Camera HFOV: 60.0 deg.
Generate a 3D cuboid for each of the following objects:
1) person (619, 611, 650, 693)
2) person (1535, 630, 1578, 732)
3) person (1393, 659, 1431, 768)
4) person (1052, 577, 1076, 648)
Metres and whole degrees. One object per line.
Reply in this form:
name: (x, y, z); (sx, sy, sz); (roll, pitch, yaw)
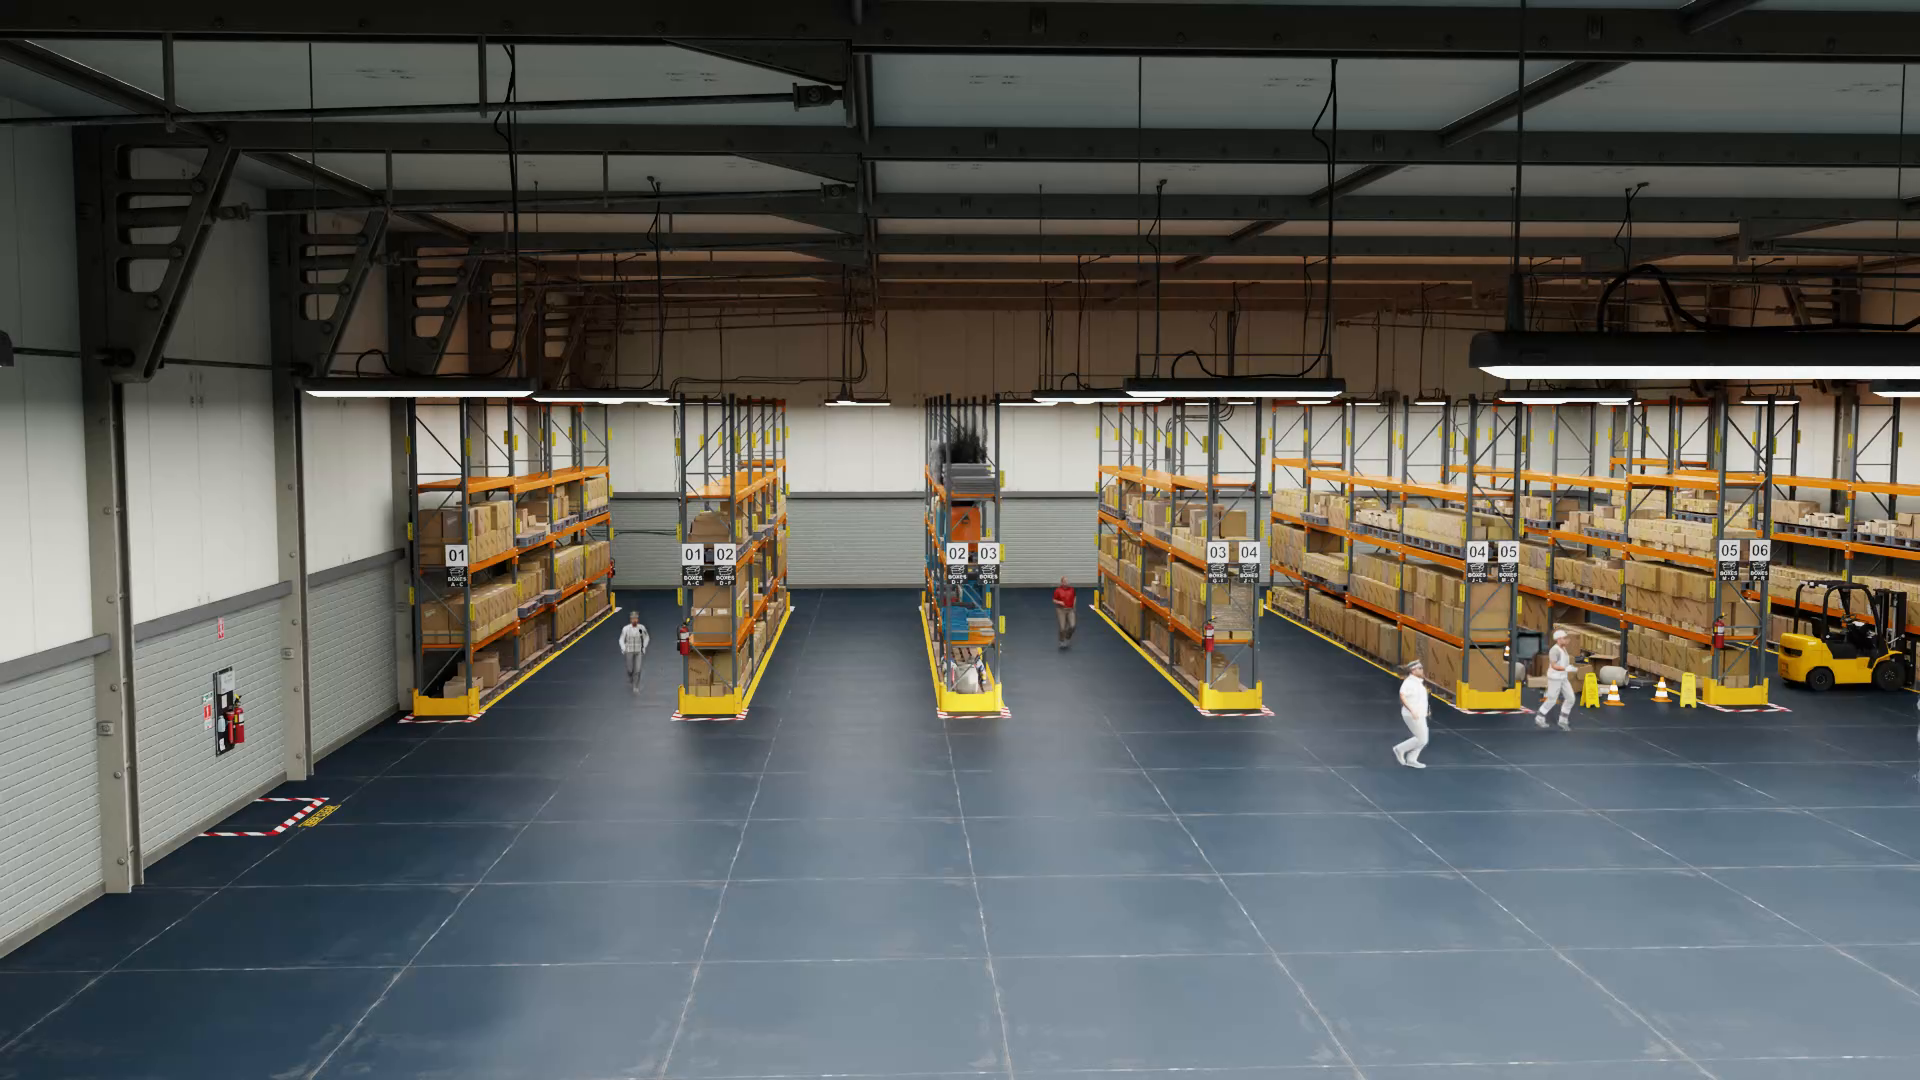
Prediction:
person: (-6.608, 2.249, 33.717); (0.580, 1.643, 0.593); (-1, 5, -14)
person: (10.617, 2.512, 29.494); (0.770, 1.849, 0.679); (4, 6, 43)
person: (7.222, 2.762, 26.506); (0.529, 1.747, 0.658); (2, 5, 28)
person: (2.541, 1.740, 39.708); (0.640, 1.705, 0.645); (-1, 5, -14)
